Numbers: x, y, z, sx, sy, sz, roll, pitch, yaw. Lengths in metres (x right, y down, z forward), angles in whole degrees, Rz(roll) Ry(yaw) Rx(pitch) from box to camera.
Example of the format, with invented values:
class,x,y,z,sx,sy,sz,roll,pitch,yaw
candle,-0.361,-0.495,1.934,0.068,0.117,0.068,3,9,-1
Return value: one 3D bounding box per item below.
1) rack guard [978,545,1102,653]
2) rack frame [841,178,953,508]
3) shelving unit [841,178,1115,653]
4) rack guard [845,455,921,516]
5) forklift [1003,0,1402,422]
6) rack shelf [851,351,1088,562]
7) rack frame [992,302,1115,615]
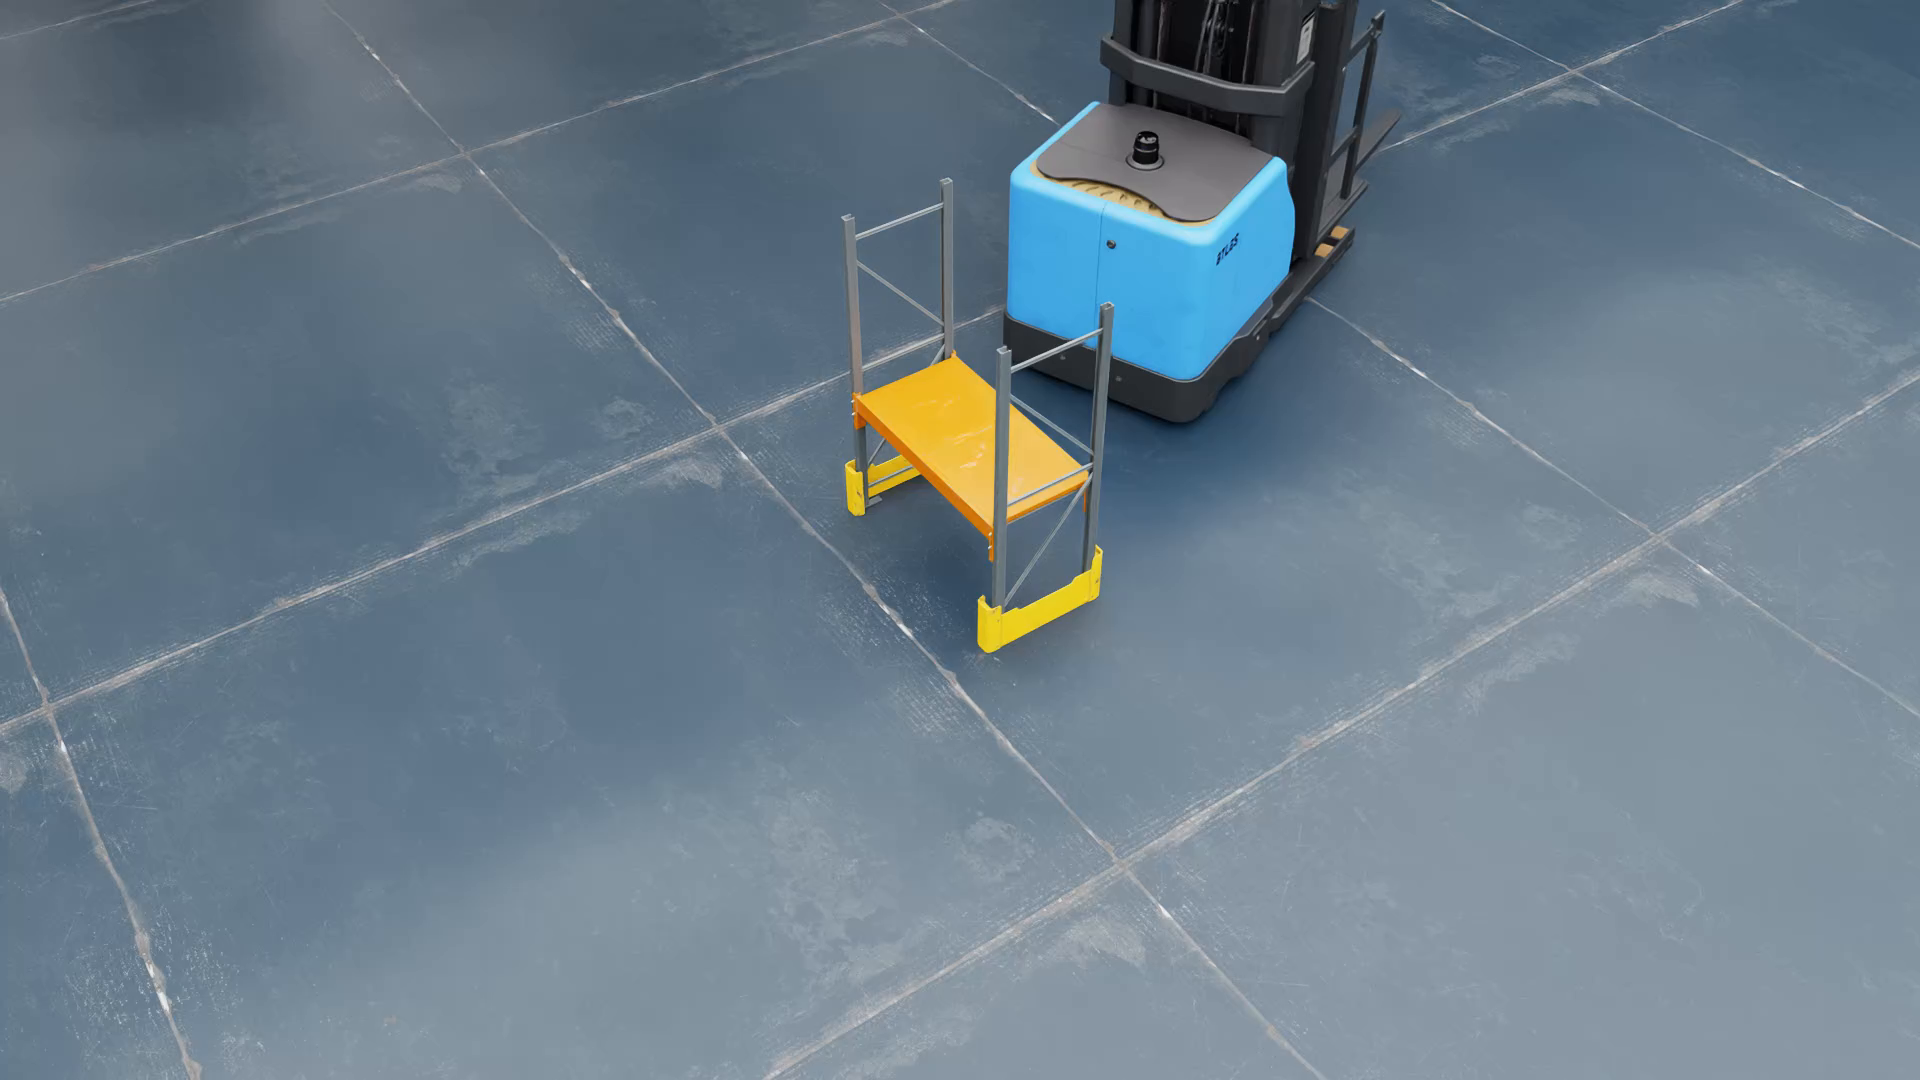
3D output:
class,x,y,z,sx,sy,sz,roll,pitch,yaw
rack guard,0.328,0.235,6.814,0.587,0.250,0.087,-26,49,-24
rack frame,-0.242,-0.782,6.974,0.500,1.500,0.032,-26,49,-24
shelving unit,0.044,-0.499,6.678,0.587,1.500,1.083,-26,49,-24
rack guard,-0.241,-0.329,7.405,0.587,0.250,0.087,-26,49,-24
forklift,1.427,-2.600,7.842,1.130,2.935,3.031,24,49,23
rack shelf,0.049,-0.364,6.797,0.538,0.185,1.000,-26,49,-24
rack frame,0.340,-0.206,6.371,0.500,1.500,0.032,-26,49,-24
